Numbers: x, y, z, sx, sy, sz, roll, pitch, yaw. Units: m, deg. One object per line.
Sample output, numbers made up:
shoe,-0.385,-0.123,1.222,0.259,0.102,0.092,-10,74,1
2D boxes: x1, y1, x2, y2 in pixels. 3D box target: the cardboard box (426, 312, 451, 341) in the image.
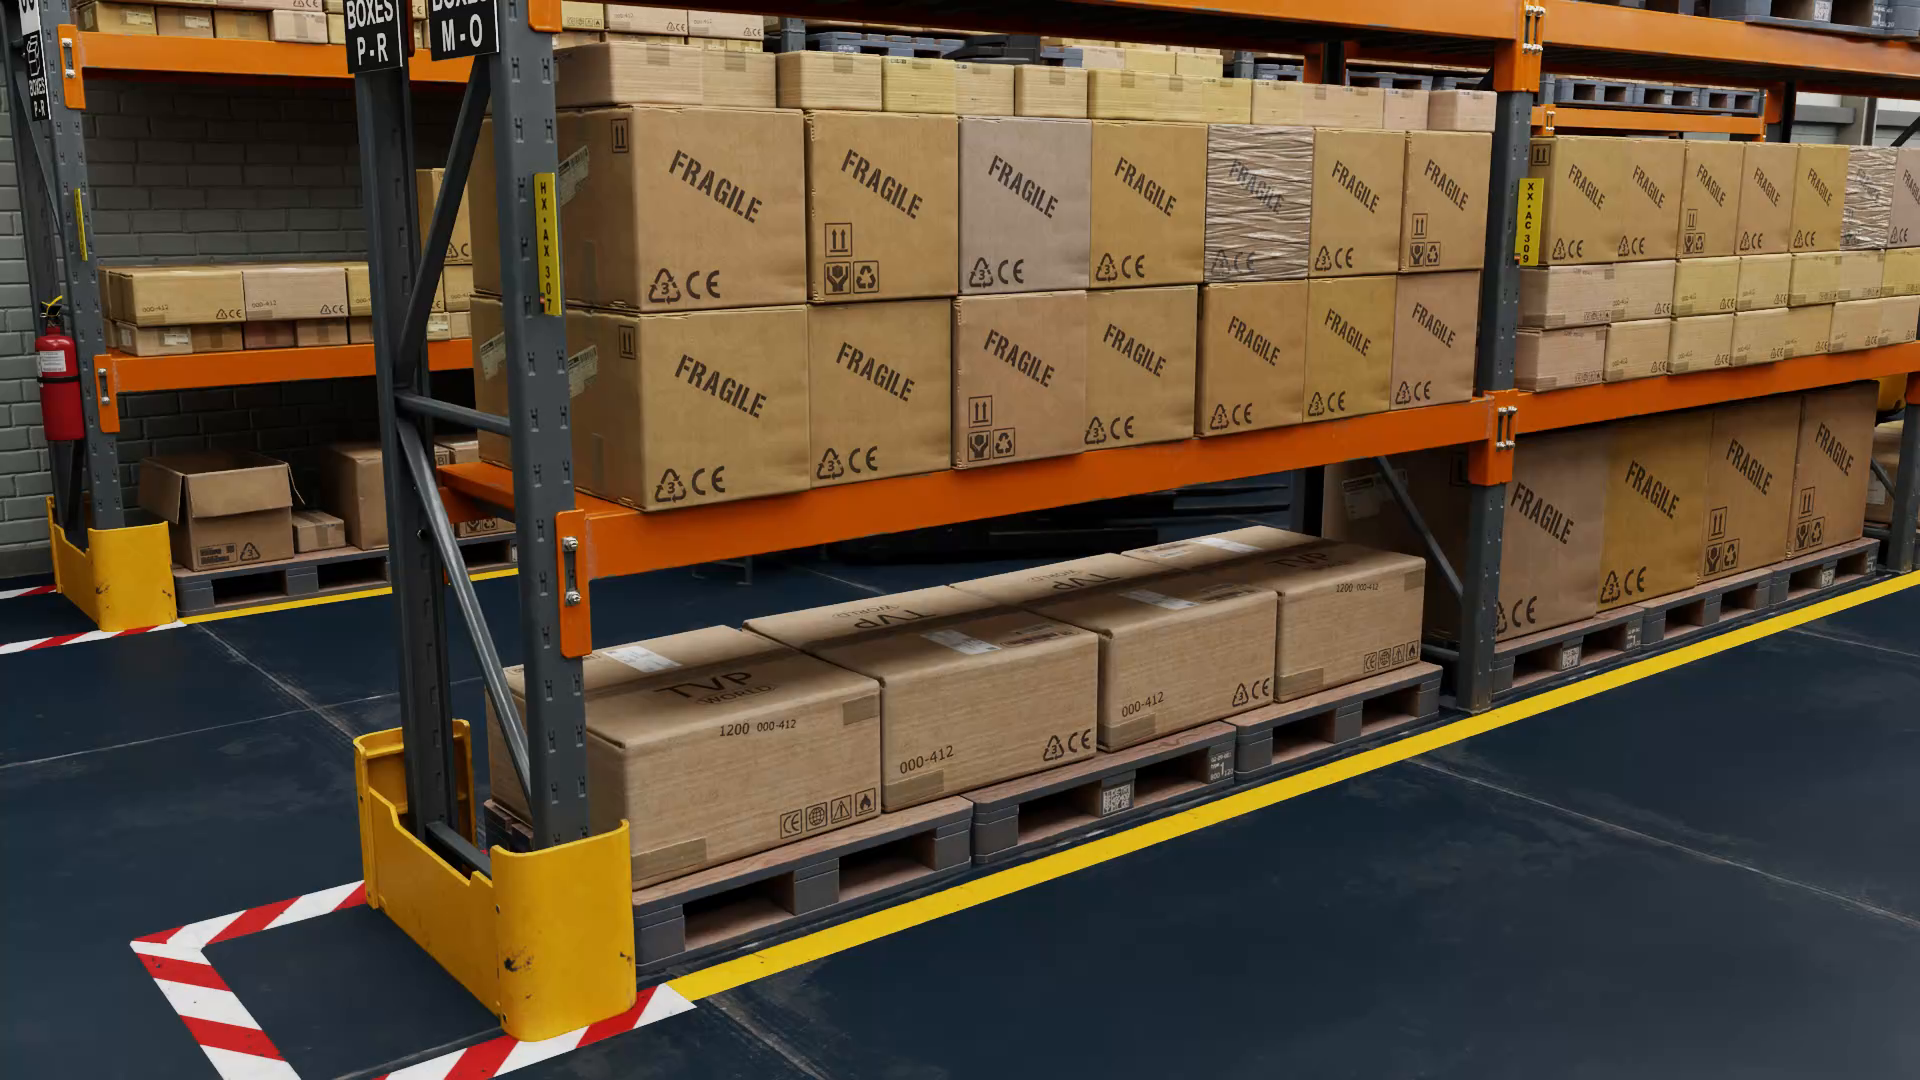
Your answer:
cardboard box,-2.944,-1.158,8.965,0.250,0.149,0.380,-10,16,-39

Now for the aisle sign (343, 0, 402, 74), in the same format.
aisle sign,-1.555,-1.632,4.332,0.004,0.787,0.394,-9,15,-38

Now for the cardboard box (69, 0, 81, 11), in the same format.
cardboard box,-4.232,-2.765,8.351,0.500,0.250,0.500,-10,15,-39

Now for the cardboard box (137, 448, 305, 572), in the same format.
cardboard box,-3.872,-0.172,8.716,0.637,0.503,0.797,-10,16,-40

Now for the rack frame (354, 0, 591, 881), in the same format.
rack frame,-1.305,-0.319,4.410,0.127,3.000,1.000,-9,15,-38

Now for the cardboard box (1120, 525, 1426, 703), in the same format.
cardboard box,1.261,0.274,6.775,0.875,0.438,0.875,-10,15,-38

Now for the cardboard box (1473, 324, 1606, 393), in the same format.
cardboard box,2.327,-0.779,6.937,0.500,0.250,0.500,-10,15,-39

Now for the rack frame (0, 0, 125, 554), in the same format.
rack frame,-4.409,-1.124,8.199,0.127,3.000,1.000,-9,15,-38

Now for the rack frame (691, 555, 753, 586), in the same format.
rack frame,-1.298,-0.509,8.916,0.400,1.500,0.023,7,14,28

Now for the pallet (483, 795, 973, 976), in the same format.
pallet,-0.730,0.929,5.248,1.213,0.211,1.003,-9,15,-38

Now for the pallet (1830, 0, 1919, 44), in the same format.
pallet,4.472,-2.640,8.572,1.003,0.211,1.213,-9,15,-35

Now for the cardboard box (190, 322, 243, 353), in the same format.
cardboard box,-3.811,-1.039,8.407,0.250,0.149,0.380,-9,15,-36

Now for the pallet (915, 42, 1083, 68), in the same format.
pallet,0.075,-3.226,11.332,1.003,0.211,1.213,-9,15,-38

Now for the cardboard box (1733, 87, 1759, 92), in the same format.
cardboard box,7.891,-4.873,17.143,0.500,0.500,0.500,-9,15,-36

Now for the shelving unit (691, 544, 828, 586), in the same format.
shelving unit,-1.122,-0.576,9.230,0.431,1.500,0.755,7,14,28

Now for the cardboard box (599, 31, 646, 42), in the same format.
cardboard box,-1.985,-2.797,9.461,0.250,0.149,0.380,-10,15,-38

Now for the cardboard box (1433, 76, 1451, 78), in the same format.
cardboard box,4.176,-4.201,14.824,0.250,0.149,0.380,-9,15,-38

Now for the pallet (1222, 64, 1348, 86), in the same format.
pallet,2.312,-3.639,13.278,1.003,0.211,1.213,-9,15,-35

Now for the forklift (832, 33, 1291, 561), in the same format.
forklift,0.698,-1.446,9.882,3.031,2.935,1.130,-2,12,-11

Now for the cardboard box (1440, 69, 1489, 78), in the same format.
cardboard box,4.548,-4.225,14.547,0.500,0.311,0.500,-10,16,-39

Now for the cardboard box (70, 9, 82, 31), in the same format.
cardboard box,-4.304,-2.547,8.285,0.250,0.149,0.380,-9,15,-36

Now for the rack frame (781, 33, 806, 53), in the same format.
rack frame,-1.286,-1.643,10.643,0.127,3.000,1.000,-9,15,-38

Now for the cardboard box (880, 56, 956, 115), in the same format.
cardboard box,-0.226,-1.273,4.694,0.250,0.149,0.380,-10,16,-39

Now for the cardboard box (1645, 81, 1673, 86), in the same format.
cardboard box,6.548,-4.689,16.265,0.637,0.503,0.797,-9,15,-36

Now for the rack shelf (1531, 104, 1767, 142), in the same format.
rack shelf,6.523,-4.056,16.517,4.000,0.370,1.077,-9,15,-38

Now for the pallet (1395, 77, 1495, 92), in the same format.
pallet,4.281,-3.938,14.691,1.217,0.209,0.805,-10,16,-40

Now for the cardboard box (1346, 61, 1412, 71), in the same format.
cardboard box,3.350,-4.119,13.590,0.500,0.500,0.500,-9,15,-36

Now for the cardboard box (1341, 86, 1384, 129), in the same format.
cardboard box,1.302,-1.554,6.018,0.250,0.149,0.380,-9,15,-38

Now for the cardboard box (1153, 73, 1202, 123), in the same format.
cardboard box,0.556,-1.412,5.346,0.250,0.149,0.380,-9,15,-38

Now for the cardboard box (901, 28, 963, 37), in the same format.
cardboard box,-0.193,-3.311,10.633,0.250,0.149,0.380,-9,15,-37

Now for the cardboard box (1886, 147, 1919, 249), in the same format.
cardboard box,4.701,-1.786,8.668,0.500,0.500,0.500,-10,16,-39

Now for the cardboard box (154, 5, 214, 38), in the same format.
cardboard box,-3.827,-2.510,8.111,0.250,0.149,0.380,-9,15,-37

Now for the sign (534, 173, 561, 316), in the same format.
sign,-0.963,-0.690,3.884,0.005,0.325,0.100,-9,15,-38

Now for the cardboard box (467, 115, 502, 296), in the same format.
cardboard box,-1.078,-0.958,4.772,0.500,0.500,0.500,-9,15,-36

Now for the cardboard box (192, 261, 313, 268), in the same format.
cardboard box,-3.812,-1.365,8.981,0.500,0.250,0.500,-9,15,-37

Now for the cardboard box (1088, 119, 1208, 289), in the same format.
cardboard box,0.433,-1.074,5.318,0.500,0.500,0.500,-9,15,-37

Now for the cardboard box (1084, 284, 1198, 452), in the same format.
cardboard box,0.416,-0.585,5.420,0.500,0.500,0.500,-9,15,-36

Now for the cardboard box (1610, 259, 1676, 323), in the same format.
cardboard box,2.727,-1.093,7.211,0.500,0.250,0.500,-9,15,-37

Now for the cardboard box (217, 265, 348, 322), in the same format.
cardboard box,-3.493,-1.276,8.563,0.500,0.250,0.500,-9,15,-37

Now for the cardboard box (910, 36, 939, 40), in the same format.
cardboard box,-0.317,-3.436,11.218,0.250,0.149,0.380,-10,16,-39

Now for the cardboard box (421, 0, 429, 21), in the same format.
cardboard box,-2.711,-2.881,8.898,0.500,0.250,0.500,-10,15,-39

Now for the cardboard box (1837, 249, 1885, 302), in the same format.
cardboard box,4.324,-1.357,8.456,0.500,0.250,0.500,-10,16,-39

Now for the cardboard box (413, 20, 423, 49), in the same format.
cardboard box,-3.002,-2.633,8.692,0.250,0.149,0.380,-10,15,-38

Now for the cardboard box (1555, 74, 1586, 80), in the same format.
cardboard box,5.501,-4.288,15.234,0.250,0.149,0.380,-9,15,-36

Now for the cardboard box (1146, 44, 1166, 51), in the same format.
cardboard box,1.276,-3.605,12.065,0.250,0.149,0.380,-9,15,-36

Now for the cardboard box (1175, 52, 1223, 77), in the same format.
cardboard box,1.589,-3.450,12.292,0.500,0.250,0.500,-10,16,-40

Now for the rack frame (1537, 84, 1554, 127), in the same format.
rack frame,4.961,-2.681,15.532,0.127,3.000,1.000,-9,15,-38

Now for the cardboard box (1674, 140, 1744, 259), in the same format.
cardboard box,3.114,-1.522,7.426,0.500,0.500,0.500,-10,16,-39

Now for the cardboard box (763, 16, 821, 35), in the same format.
cardboard box,-1.092,-3.292,10.542,0.250,0.149,0.380,-9,15,-38

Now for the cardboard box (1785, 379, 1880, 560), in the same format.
cardboard box,4.350,-0.447,9.117,0.875,0.875,0.875,-10,15,-38

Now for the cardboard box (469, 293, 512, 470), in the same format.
cardboard box,-1.094,-0.473,4.896,0.500,0.500,0.500,-9,15,-37

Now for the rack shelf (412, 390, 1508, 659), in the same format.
rack shelf,0.256,-0.227,5.706,4.000,0.370,1.077,-9,15,-38

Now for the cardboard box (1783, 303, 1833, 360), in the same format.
cardboard box,3.916,-1.044,8.187,0.500,0.250,0.500,-10,15,-38
